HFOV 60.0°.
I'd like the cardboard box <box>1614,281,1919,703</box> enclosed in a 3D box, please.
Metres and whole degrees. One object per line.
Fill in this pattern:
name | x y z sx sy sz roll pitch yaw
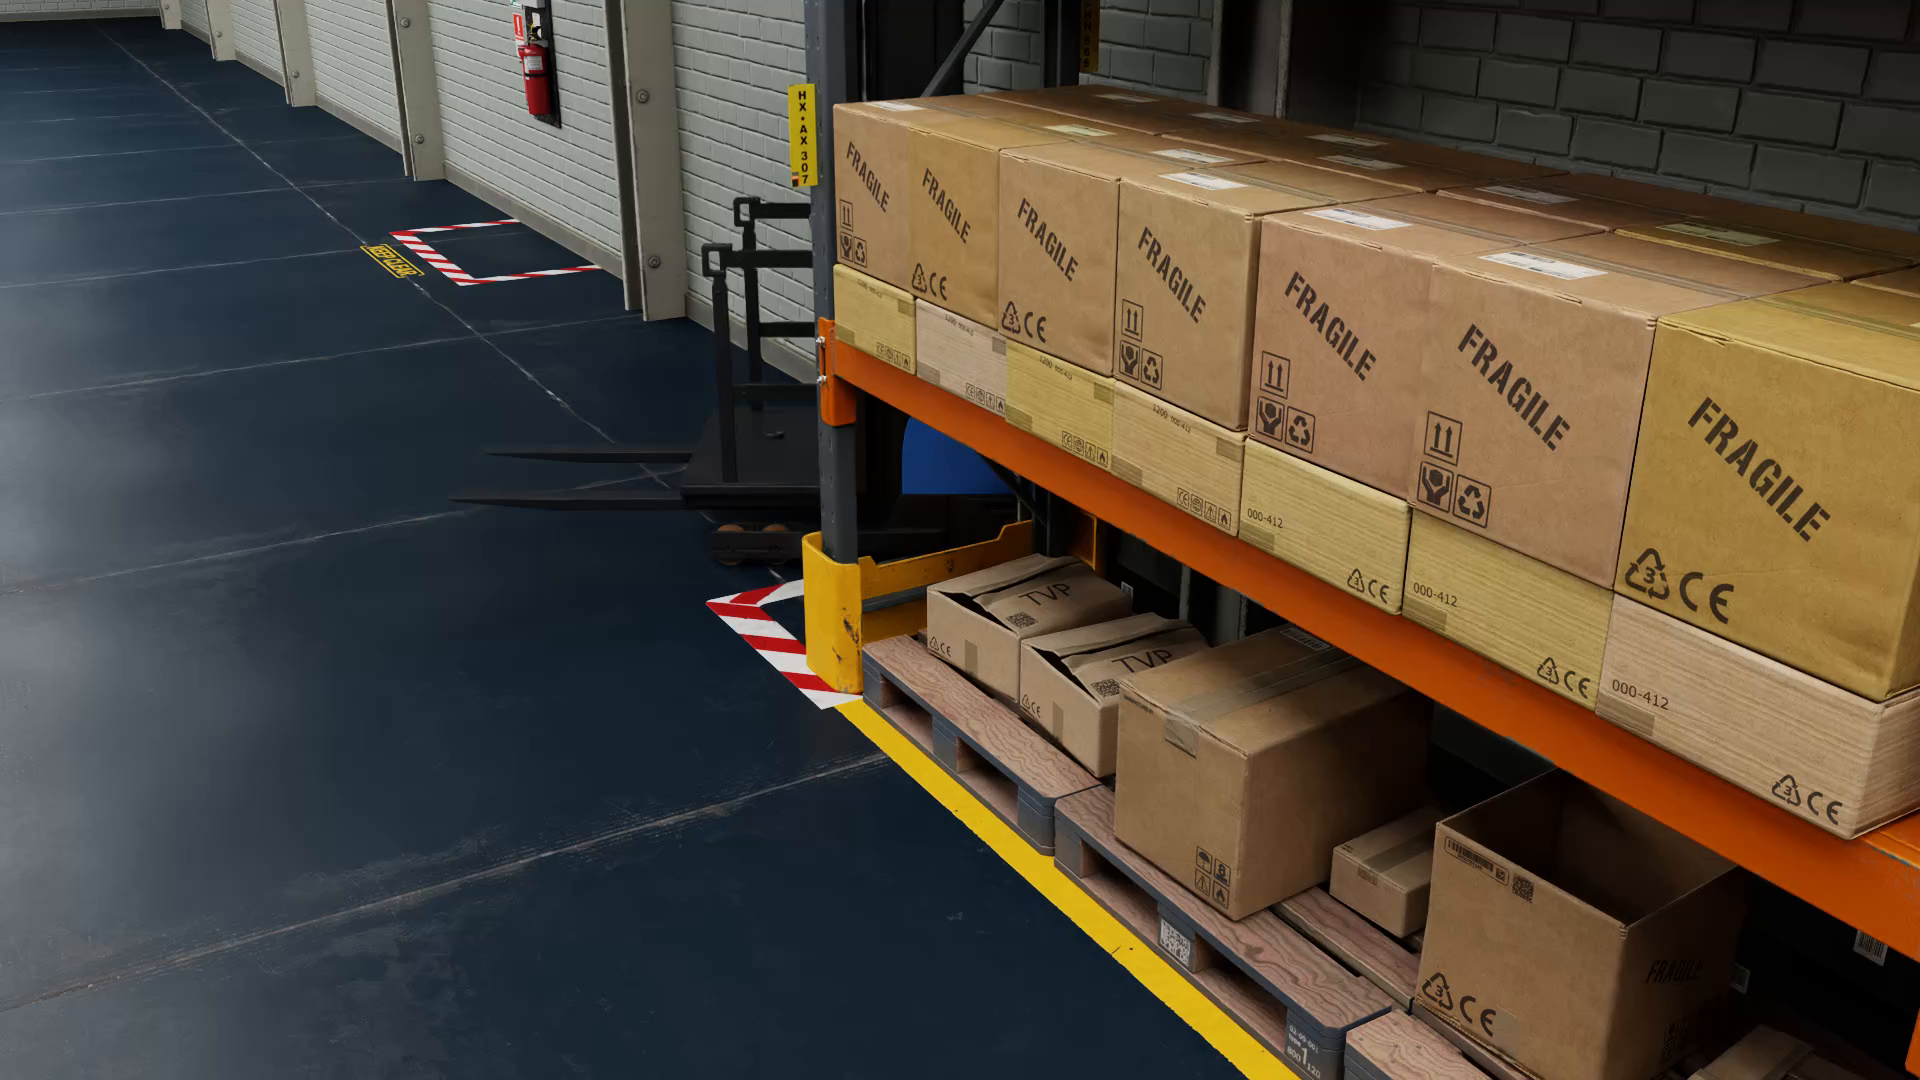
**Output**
cardboard box | 1.494 -0.107 2.768 0.500 0.500 0.500 -13 25 -28

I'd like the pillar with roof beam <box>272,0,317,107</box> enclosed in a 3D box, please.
pillar with roof beam | -11.837 -8.739 16.860 9.100 9.000 0.400 -13 25 -28

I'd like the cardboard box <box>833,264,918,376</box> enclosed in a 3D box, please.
cardboard box | -0.066 -0.742 5.325 0.500 0.250 0.500 -13 26 -30

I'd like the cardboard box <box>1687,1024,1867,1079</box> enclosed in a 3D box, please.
cardboard box | 1.702 1.215 3.517 0.380 0.166 0.250 -17 27 -35

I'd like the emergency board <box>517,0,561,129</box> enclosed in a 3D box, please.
emergency board | -3.236 -3.710 12.456 0.194 1.169 0.643 -13 25 -28

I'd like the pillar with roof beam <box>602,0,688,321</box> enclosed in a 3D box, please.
pillar with roof beam | -5.707 -4.854 7.303 9.100 9.000 0.400 -13 25 -28

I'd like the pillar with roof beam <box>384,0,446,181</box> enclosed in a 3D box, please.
pillar with roof beam | -8.772 -6.796 12.082 9.100 9.000 0.400 -13 25 -28

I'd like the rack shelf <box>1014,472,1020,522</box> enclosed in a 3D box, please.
rack shelf | 0.344 -0.409 6.863 0.431 0.370 0.720 -7 27 -12

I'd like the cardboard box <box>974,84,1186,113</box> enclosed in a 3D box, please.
cardboard box | 0.381 -1.196 5.448 0.500 0.500 0.500 -13 25 -29

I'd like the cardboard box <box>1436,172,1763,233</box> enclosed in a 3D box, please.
cardboard box | 1.430 -0.536 3.824 0.500 0.500 0.500 -12 25 -27

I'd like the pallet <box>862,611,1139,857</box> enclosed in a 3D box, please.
pallet | 0.381 0.565 5.641 1.003 0.211 1.213 -13 25 -28

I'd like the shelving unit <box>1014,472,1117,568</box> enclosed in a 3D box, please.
shelving unit | 0.339 -0.702 6.721 0.431 1.500 0.755 -7 27 -12

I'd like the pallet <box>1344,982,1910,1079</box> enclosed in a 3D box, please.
pallet | 1.627 1.355 3.697 1.003 0.211 1.213 -13 25 -28

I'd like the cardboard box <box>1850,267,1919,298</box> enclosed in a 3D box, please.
cardboard box | 1.940 -0.206 3.010 0.500 0.500 0.500 -13 26 -29

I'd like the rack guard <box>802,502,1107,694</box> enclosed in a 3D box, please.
rack guard | -0.003 0.162 6.250 1.175 0.500 0.348 -13 25 -28

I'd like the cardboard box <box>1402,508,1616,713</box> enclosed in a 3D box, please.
cardboard box | 1.251 0.076 3.313 0.500 0.250 0.500 -12 25 -28

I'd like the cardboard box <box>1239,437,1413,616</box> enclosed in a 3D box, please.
cardboard box | 0.981 -0.084 3.706 0.500 0.250 0.500 -13 25 -29

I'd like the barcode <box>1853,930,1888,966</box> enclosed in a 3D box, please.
barcode | 1.931 0.859 3.525 0.001 0.075 0.075 -13 25 -28

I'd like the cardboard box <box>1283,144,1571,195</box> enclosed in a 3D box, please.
cardboard box | 1.155 -0.702 4.232 0.500 0.500 0.500 -12 25 -28

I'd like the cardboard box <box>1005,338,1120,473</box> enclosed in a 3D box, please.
cardboard box | 0.467 -0.410 4.510 0.500 0.250 0.500 -13 26 -29

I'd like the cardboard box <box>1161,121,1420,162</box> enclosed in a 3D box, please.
cardboard box | 0.898 -0.865 4.633 0.500 0.500 0.500 -13 26 -30

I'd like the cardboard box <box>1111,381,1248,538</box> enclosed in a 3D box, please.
cardboard box | 0.723 -0.246 4.106 0.500 0.250 0.500 -12 25 -28

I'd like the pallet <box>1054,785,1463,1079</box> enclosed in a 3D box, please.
pallet | 1.000 0.960 4.670 1.003 0.211 1.213 -13 25 -28

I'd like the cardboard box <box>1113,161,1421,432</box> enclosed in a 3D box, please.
cardboard box | 0.719 -0.601 3.982 0.500 0.500 0.500 -12 25 -27

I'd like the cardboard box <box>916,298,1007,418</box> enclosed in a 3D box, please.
cardboard box | 0.212 -0.576 4.919 0.500 0.250 0.500 -13 26 -30

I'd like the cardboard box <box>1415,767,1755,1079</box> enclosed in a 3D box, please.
cardboard box | 1.436 0.900 3.850 0.500 0.500 0.500 -15 26 -32

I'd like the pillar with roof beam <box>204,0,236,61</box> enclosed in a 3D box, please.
pillar with roof beam | -14.902 -10.681 21.639 9.100 9.000 0.400 -13 25 -28

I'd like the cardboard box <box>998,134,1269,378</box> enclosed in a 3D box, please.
cardboard box | 0.446 -0.765 4.388 0.500 0.500 0.500 -14 26 -30

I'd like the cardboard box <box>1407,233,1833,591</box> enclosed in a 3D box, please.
cardboard box | 1.234 -0.267 3.162 0.500 0.500 0.500 -13 25 -29

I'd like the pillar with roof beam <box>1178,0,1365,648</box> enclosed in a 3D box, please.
pillar with roof beam | -2.642 -2.912 2.525 9.100 9.000 0.400 -13 25 -28

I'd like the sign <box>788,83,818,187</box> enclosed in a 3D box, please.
sign | -0.509 -1.318 5.420 0.100 0.325 0.005 -13 25 -28

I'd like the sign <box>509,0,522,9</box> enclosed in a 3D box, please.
sign | -3.435 -4.168 12.831 0.001 0.109 0.331 -13 25 -28

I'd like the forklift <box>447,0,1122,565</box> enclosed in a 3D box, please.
forklift | -0.694 -1.453 6.994 3.031 2.935 1.130 0 22 0

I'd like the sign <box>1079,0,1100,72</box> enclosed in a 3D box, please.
sign | 0.445 -1.804 5.809 0.100 0.325 0.005 -13 25 -28

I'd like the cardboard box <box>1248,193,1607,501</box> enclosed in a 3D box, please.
cardboard box | 0.986 -0.432 3.568 0.500 0.500 0.500 -13 26 -30

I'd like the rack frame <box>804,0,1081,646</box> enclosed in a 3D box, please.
rack frame | -0.042 -1.021 5.840 1.000 3.000 0.127 -13 25 -28

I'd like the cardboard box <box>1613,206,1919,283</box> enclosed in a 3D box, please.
cardboard box | 1.679 -0.374 3.424 0.500 0.500 0.500 -13 25 -29

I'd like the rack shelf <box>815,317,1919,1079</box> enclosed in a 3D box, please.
rack shelf | 0.979 -0.040 4.382 1.077 0.370 4.000 -13 25 -28

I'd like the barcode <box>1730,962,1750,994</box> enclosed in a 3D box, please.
barcode | 1.825 1.025 3.914 0.001 0.075 0.075 -13 25 -28

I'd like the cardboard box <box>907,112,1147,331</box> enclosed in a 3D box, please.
cardboard box | 0.187 -0.934 4.802 0.500 0.500 0.500 -13 25 -28

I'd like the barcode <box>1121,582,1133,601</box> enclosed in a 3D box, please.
barcode | 0.587 0.187 5.843 0.001 0.075 0.075 -13 25 -28

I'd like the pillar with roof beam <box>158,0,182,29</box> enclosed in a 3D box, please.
pillar with roof beam | -17.967 -12.623 26.417 9.100 9.000 0.400 -13 25 -28

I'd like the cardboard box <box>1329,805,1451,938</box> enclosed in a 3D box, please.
cardboard box | 1.201 0.869 4.391 0.380 0.149 0.250 -15 26 -32

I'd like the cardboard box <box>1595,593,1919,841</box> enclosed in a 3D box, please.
cardboard box | 1.498 0.239 2.912 0.500 0.250 0.500 -13 25 -28

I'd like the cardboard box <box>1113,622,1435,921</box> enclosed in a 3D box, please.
cardboard box | 0.857 0.606 4.572 0.700 0.500 0.500 -14 26 -32

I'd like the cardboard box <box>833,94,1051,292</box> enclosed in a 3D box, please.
cardboard box | -0.057 -1.096 5.201 0.500 0.500 0.500 -13 25 -28

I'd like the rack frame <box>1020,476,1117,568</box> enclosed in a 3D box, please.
rack frame | 0.425 -0.547 6.400 0.400 1.500 0.023 -7 27 -12

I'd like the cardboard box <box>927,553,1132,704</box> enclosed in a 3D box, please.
cardboard box | 0.234 0.262 5.670 0.500 0.311 0.500 -16 27 -34

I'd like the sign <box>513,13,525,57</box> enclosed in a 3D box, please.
sign | -3.429 -3.926 12.939 0.001 0.329 0.234 -13 25 -28

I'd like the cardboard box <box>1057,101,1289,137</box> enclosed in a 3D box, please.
cardboard box | 0.630 -1.032 5.043 0.500 0.500 0.500 -12 25 -28

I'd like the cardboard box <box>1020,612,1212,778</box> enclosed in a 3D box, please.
cardboard box | 0.525 0.447 5.216 0.500 0.311 0.500 -10 24 -24
